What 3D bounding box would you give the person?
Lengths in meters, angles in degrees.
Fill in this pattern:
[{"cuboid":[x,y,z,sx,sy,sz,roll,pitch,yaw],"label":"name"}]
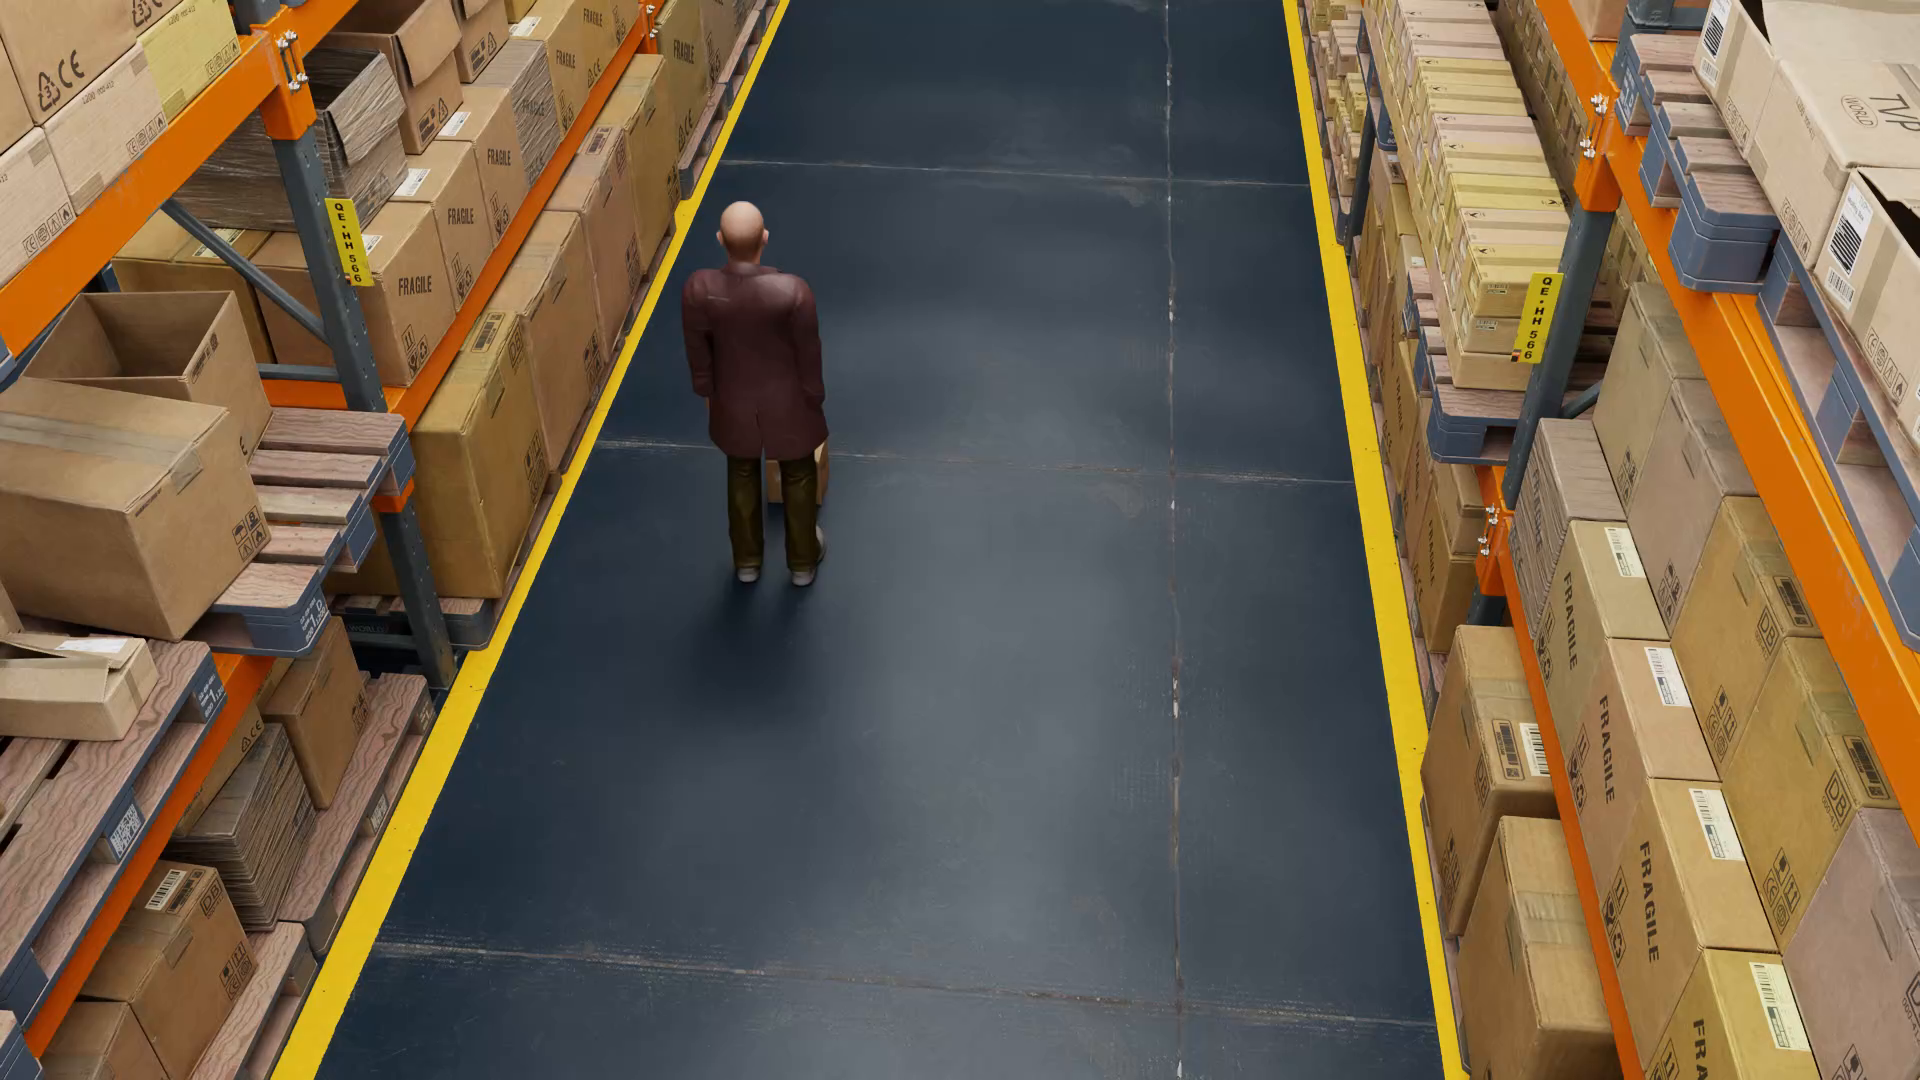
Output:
[{"cuboid":[-0.831,-0.597,6.898,0.562,1.773,0.379,4,40,5],"label":"person"}]
